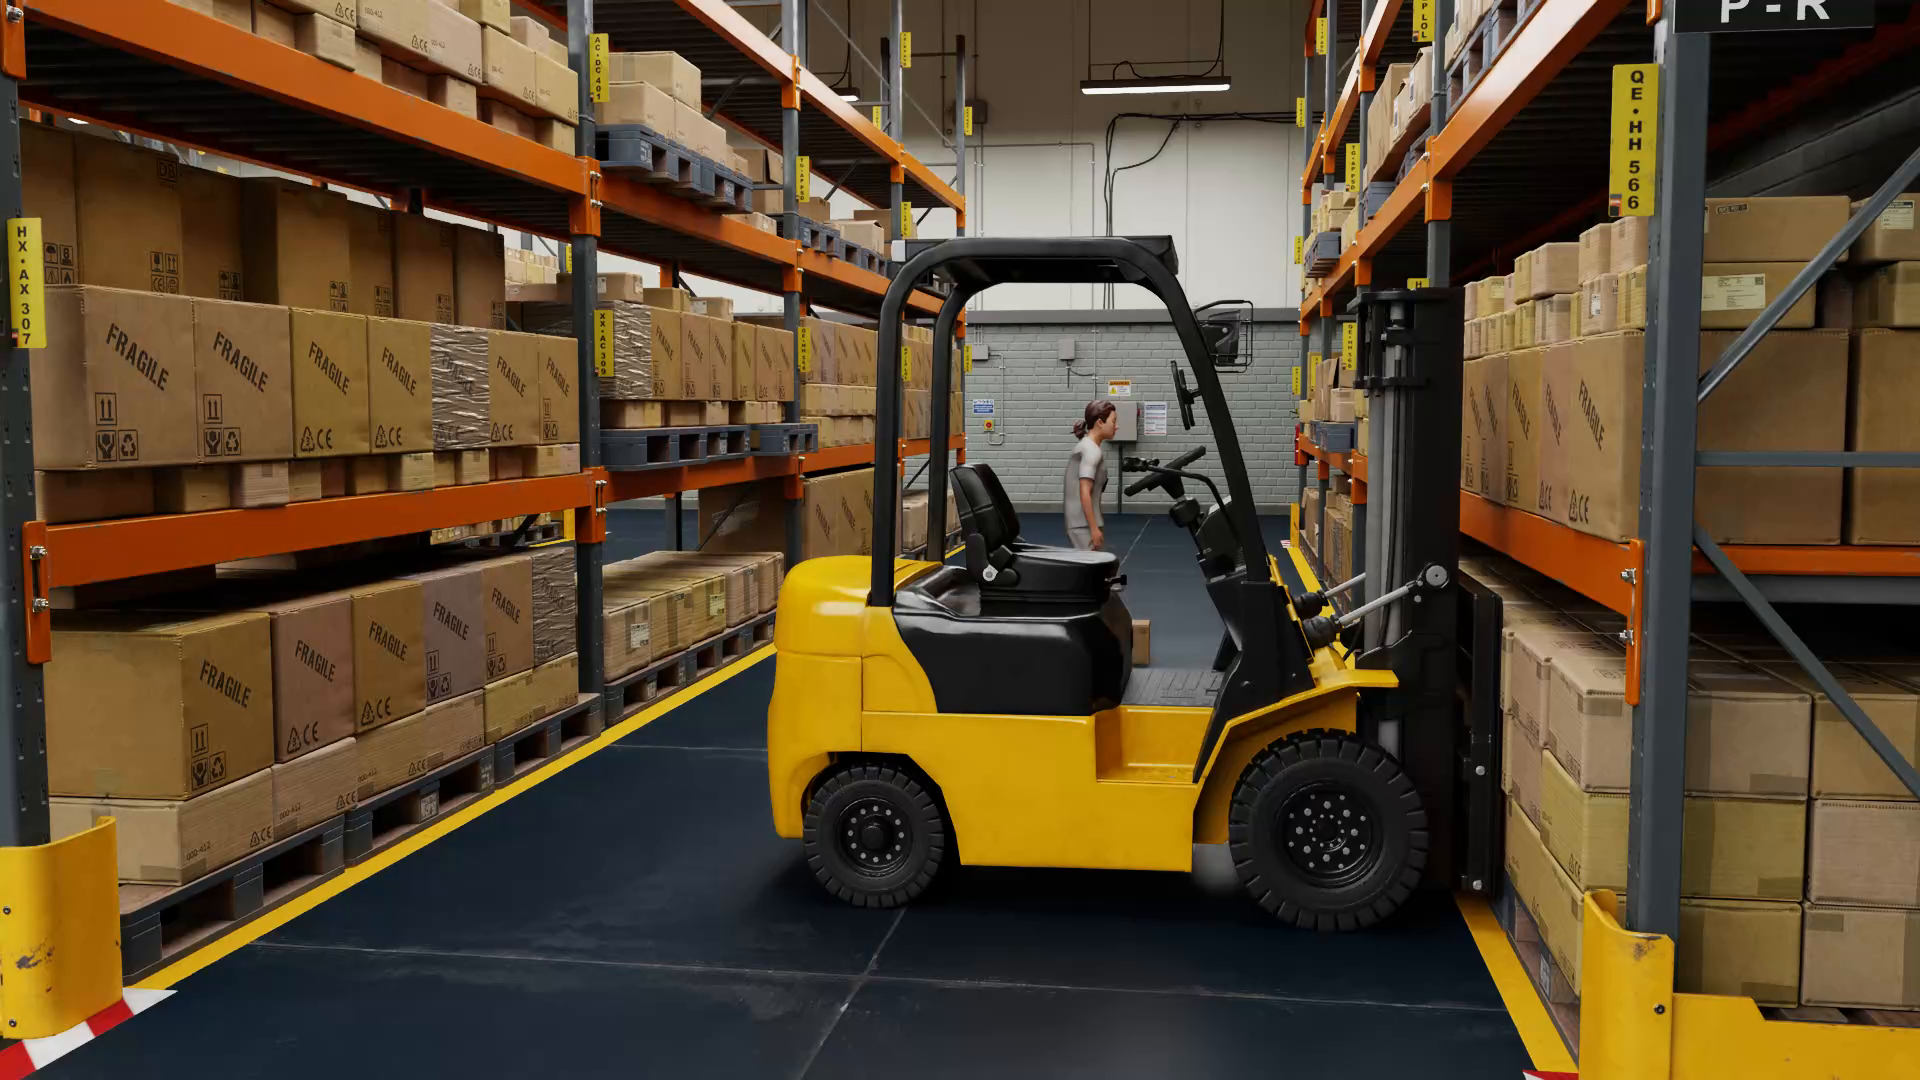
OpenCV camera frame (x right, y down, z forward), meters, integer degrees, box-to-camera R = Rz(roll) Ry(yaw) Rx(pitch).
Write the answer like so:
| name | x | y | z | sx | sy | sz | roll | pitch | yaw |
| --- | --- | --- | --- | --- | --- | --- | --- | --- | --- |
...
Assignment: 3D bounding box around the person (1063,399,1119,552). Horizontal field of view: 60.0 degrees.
| name | x | y | z | sx | sy | sz | roll | pitch | yaw |
| --- | --- | --- | --- | --- | --- | --- | --- | --- | --- |
| person | 0.842 | -0.060 | 10.629 | 0.365 | 1.671 | 0.513 | 0 | 5 | 5 |
